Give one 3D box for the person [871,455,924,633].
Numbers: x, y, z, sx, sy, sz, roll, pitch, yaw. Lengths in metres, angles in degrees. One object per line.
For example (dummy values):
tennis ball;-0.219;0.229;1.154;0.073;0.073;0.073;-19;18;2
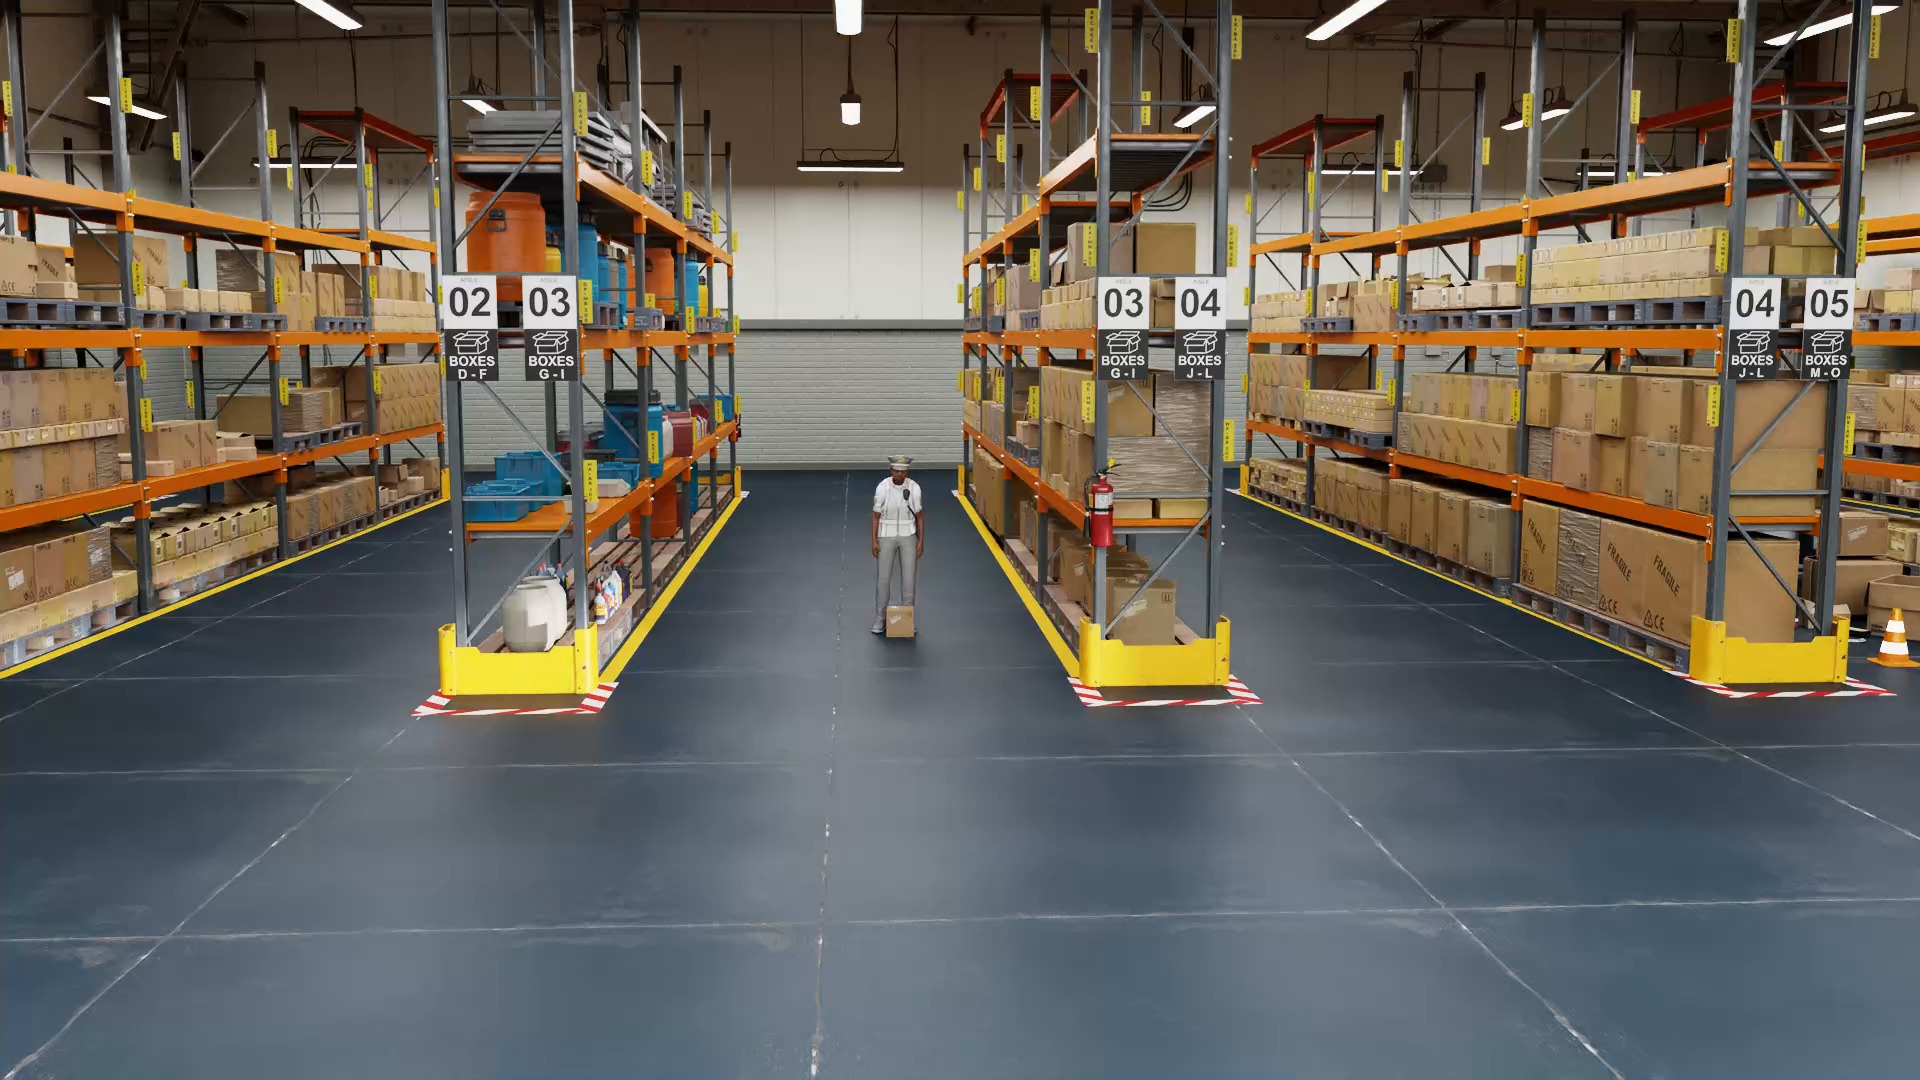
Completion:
person;-0.586;0.029;15.522;0.503;1.657;0.420;0;7;-4
